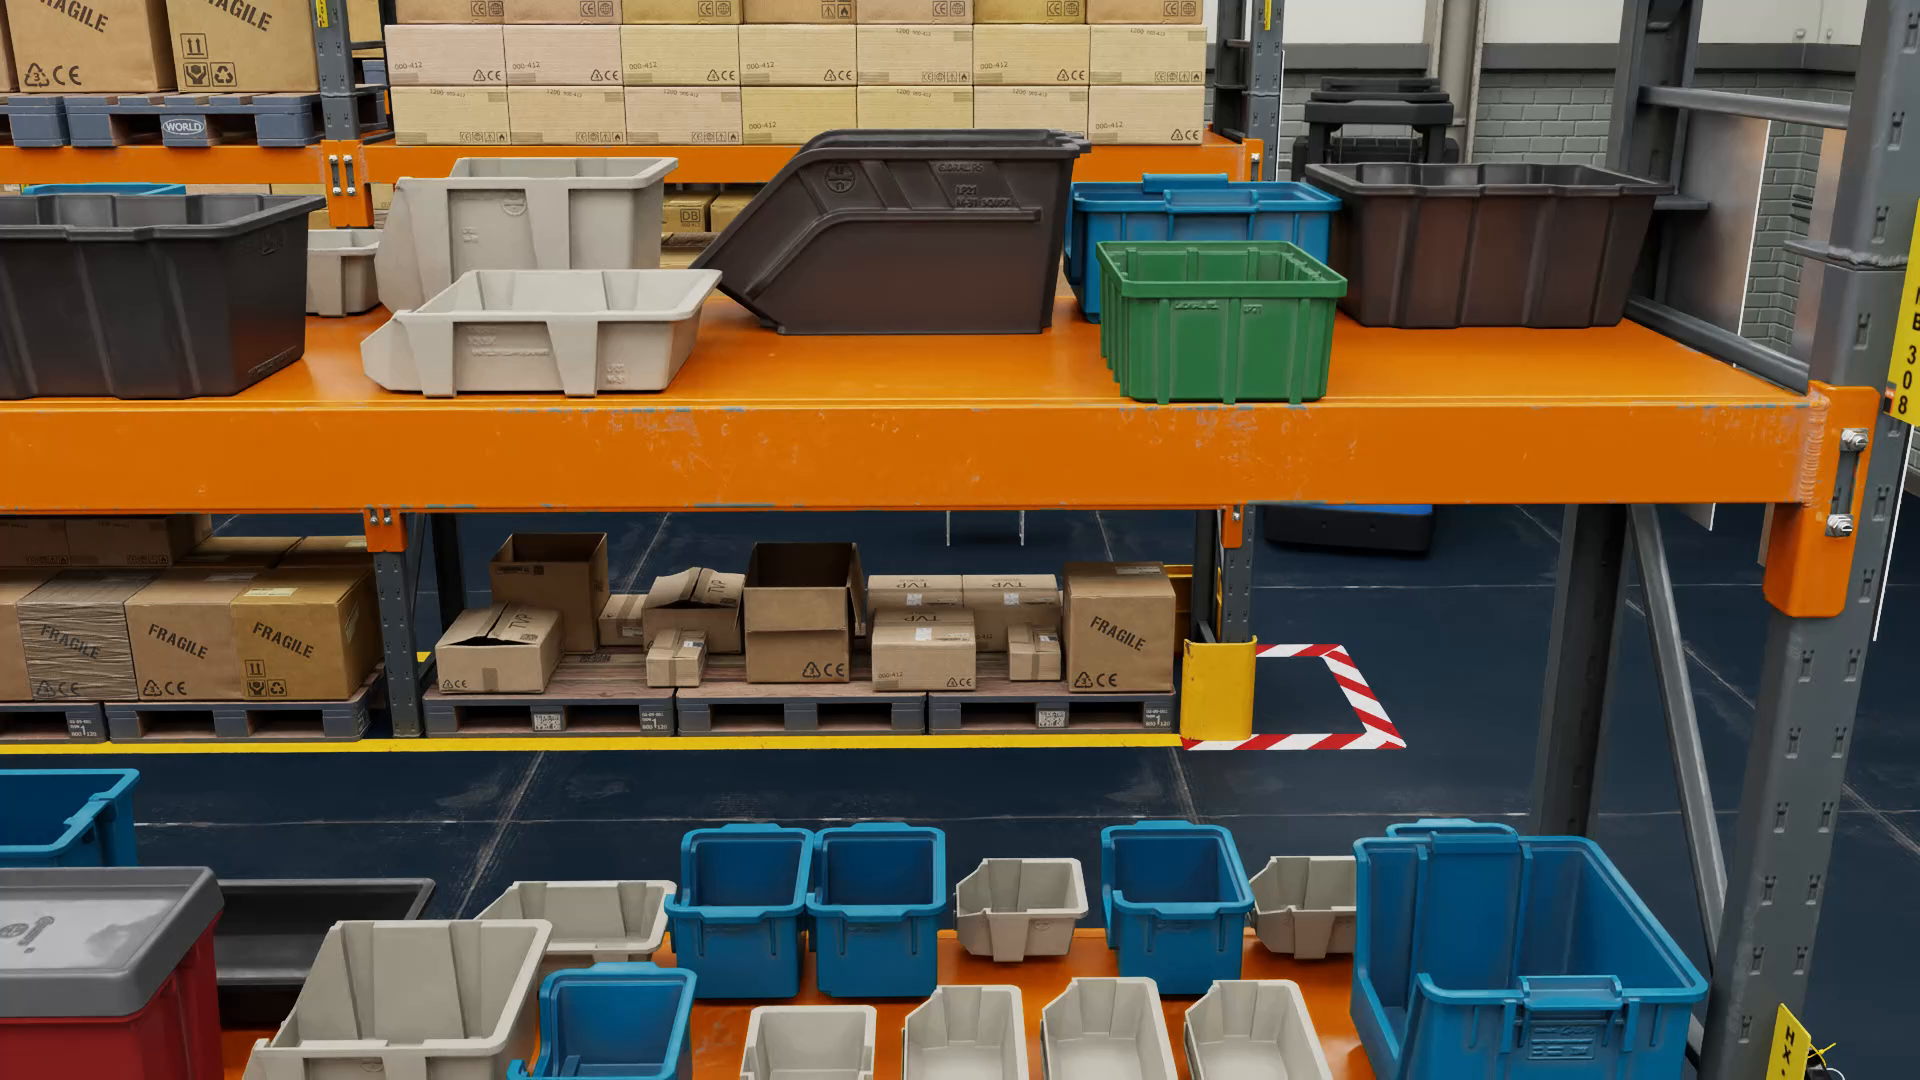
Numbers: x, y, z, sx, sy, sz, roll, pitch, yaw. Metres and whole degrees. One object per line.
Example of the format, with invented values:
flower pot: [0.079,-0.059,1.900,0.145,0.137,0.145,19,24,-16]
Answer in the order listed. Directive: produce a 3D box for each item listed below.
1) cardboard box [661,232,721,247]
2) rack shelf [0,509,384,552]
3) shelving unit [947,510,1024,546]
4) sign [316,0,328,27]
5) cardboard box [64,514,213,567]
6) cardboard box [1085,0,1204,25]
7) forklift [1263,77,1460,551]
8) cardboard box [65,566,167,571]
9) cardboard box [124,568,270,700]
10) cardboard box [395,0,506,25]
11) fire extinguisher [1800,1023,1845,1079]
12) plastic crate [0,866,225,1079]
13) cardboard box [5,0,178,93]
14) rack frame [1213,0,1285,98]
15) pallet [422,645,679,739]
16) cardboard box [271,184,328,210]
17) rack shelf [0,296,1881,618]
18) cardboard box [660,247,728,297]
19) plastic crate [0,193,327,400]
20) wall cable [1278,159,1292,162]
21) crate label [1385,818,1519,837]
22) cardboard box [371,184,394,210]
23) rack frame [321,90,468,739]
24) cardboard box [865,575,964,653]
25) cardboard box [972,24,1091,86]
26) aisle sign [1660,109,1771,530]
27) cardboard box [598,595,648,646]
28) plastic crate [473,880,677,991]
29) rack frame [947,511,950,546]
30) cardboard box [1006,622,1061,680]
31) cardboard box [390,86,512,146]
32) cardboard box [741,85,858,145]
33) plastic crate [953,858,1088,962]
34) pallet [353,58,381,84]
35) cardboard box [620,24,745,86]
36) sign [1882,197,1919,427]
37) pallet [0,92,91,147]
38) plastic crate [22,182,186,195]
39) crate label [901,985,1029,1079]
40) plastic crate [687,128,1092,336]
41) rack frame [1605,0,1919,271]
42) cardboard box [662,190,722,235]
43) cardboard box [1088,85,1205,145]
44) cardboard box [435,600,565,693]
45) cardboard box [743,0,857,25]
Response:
cardboard box: [-1.169,-1.229,8.169,0.500,0.500,0.500,0,18,0]
rack shelf: [-4.687,-0.266,8.145,4.000,0.370,1.077,0,18,-1]
shelving unit: [0.165,-0.572,10.867,0.503,1.200,0.258,0,18,-1]
sign: [-2.675,-2.311,6.939,0.005,0.325,0.100,0,18,-1]
cardboard box: [-4.174,-0.062,8.475,0.500,0.250,0.500,0,18,-1]
cardboard box: [0.799,-2.582,7.476,0.500,0.500,0.700,0,18,-1]
forklift: [2.833,-1.734,11.656,1.130,2.935,3.031,4,18,13]
cardboard box: [-4.208,0.296,8.585,0.500,0.500,0.500,0,18,0]
cardboard box: [-3.670,0.452,8.100,0.500,0.500,0.500,0,18,-1]
cardboard box: [-2.201,-2.585,7.482,0.500,0.500,0.700,0,18,-1]
fire extinguisher: [1.545,1.228,3.047,0.183,0.674,0.296,0,18,-1]
plastic crate: [-1.716,0.908,3.105,0.583,0.464,0.402,0,18,-1]
cardboard box: [-3.860,-2.352,7.543,0.600,0.600,0.600,0,18,-1]
rack frame: [1.312,-3.494,7.209,0.127,3.000,1.000,0,18,-1]
pallet: [-2.000,0.706,8.500,1.213,0.211,1.003,0,18,-1]
cardboard box: [-4.763,-2.602,12.338,0.500,0.250,0.500,-1,18,-2]
rack shelf: [-0.613,-0.201,3.031,4.000,0.370,1.077,0,18,-1]
cardboard box: [-1.182,-1.064,7.652,0.500,0.500,0.500,-1,18,-2]
plastic crate: [-1.366,-0.394,2.668,0.590,0.269,0.497,0,18,-1]
wall cable: [2.496,-2.930,13.606,1.851,1.984,0.084,0,18,-1]
crate label: [1.135,0.827,3.735,0.303,0.233,0.416,0,18,-1]
cardboard box: [-4.253,-2.605,12.346,0.500,0.250,0.500,0,18,0]
rack frame: [-2.687,-0.619,8.065,0.127,3.000,1.000,0,18,-1]
cardboard box: [-0.236,0.383,8.725,0.500,0.250,0.500,0,18,-1]
cardboard box: [0.303,-2.150,7.355,0.500,0.250,0.500,0,18,-1]
aisle sign: [1.454,-0.454,3.296,0.004,0.787,0.394,0,18,-1]
cardboard box: [-1.748,0.420,8.775,0.250,0.149,0.380,0,18,-1]
plastic crate: [-0.876,0.891,3.692,0.466,0.136,0.293,0,18,-1]
rack frame: [-0.078,-0.571,10.863,0.015,1.200,0.240,0,18,-1]
cardboard box: [0.366,0.554,8.328,0.250,0.166,0.380,0,18,-1]
cardboard box: [-2.197,-1.902,7.401,0.500,0.250,0.500,0,18,-1]
cardboard box: [-0.697,-1.909,7.422,0.500,0.250,0.500,0,18,-1]
plastic crate: [0.135,0.852,3.814,0.298,0.136,0.250,0,18,-1]
pallet: [-5.007,-3.476,12.372,1.213,0.211,1.003,1,18,2]
cardboard box: [-1.197,-2.142,7.330,0.500,0.250,0.500,0,18,-1]
sign: [1.412,-0.335,2.443,0.005,0.325,0.100,0,18,-1]
pallet: [-4.377,-1.970,7.674,1.003,0.211,1.213,0,18,-1]
plastic crate: [-1.707,-0.556,3.234,0.300,0.233,0.416,0,18,-1]
crate label: [0.006,1.037,3.237,0.243,0.136,0.396,0,18,-1]
plastic crate: [-0.145,-0.600,3.199,0.767,0.338,0.504,0,18,-1]
rack frame: [1.387,-1.982,2.493,0.127,3.000,1.000,0,18,-1]
cardboard box: [-2.226,-2.272,12.728,0.700,0.700,0.980,0,18,0]
cardboard box: [0.803,-1.912,7.431,0.500,0.250,0.500,0,18,-1]
cardboard box: [-2.264,0.516,8.209,0.500,0.311,0.500,0,18,-1]
cardboard box: [-0.702,-2.597,7.521,0.500,0.500,0.700,0,18,-1]
